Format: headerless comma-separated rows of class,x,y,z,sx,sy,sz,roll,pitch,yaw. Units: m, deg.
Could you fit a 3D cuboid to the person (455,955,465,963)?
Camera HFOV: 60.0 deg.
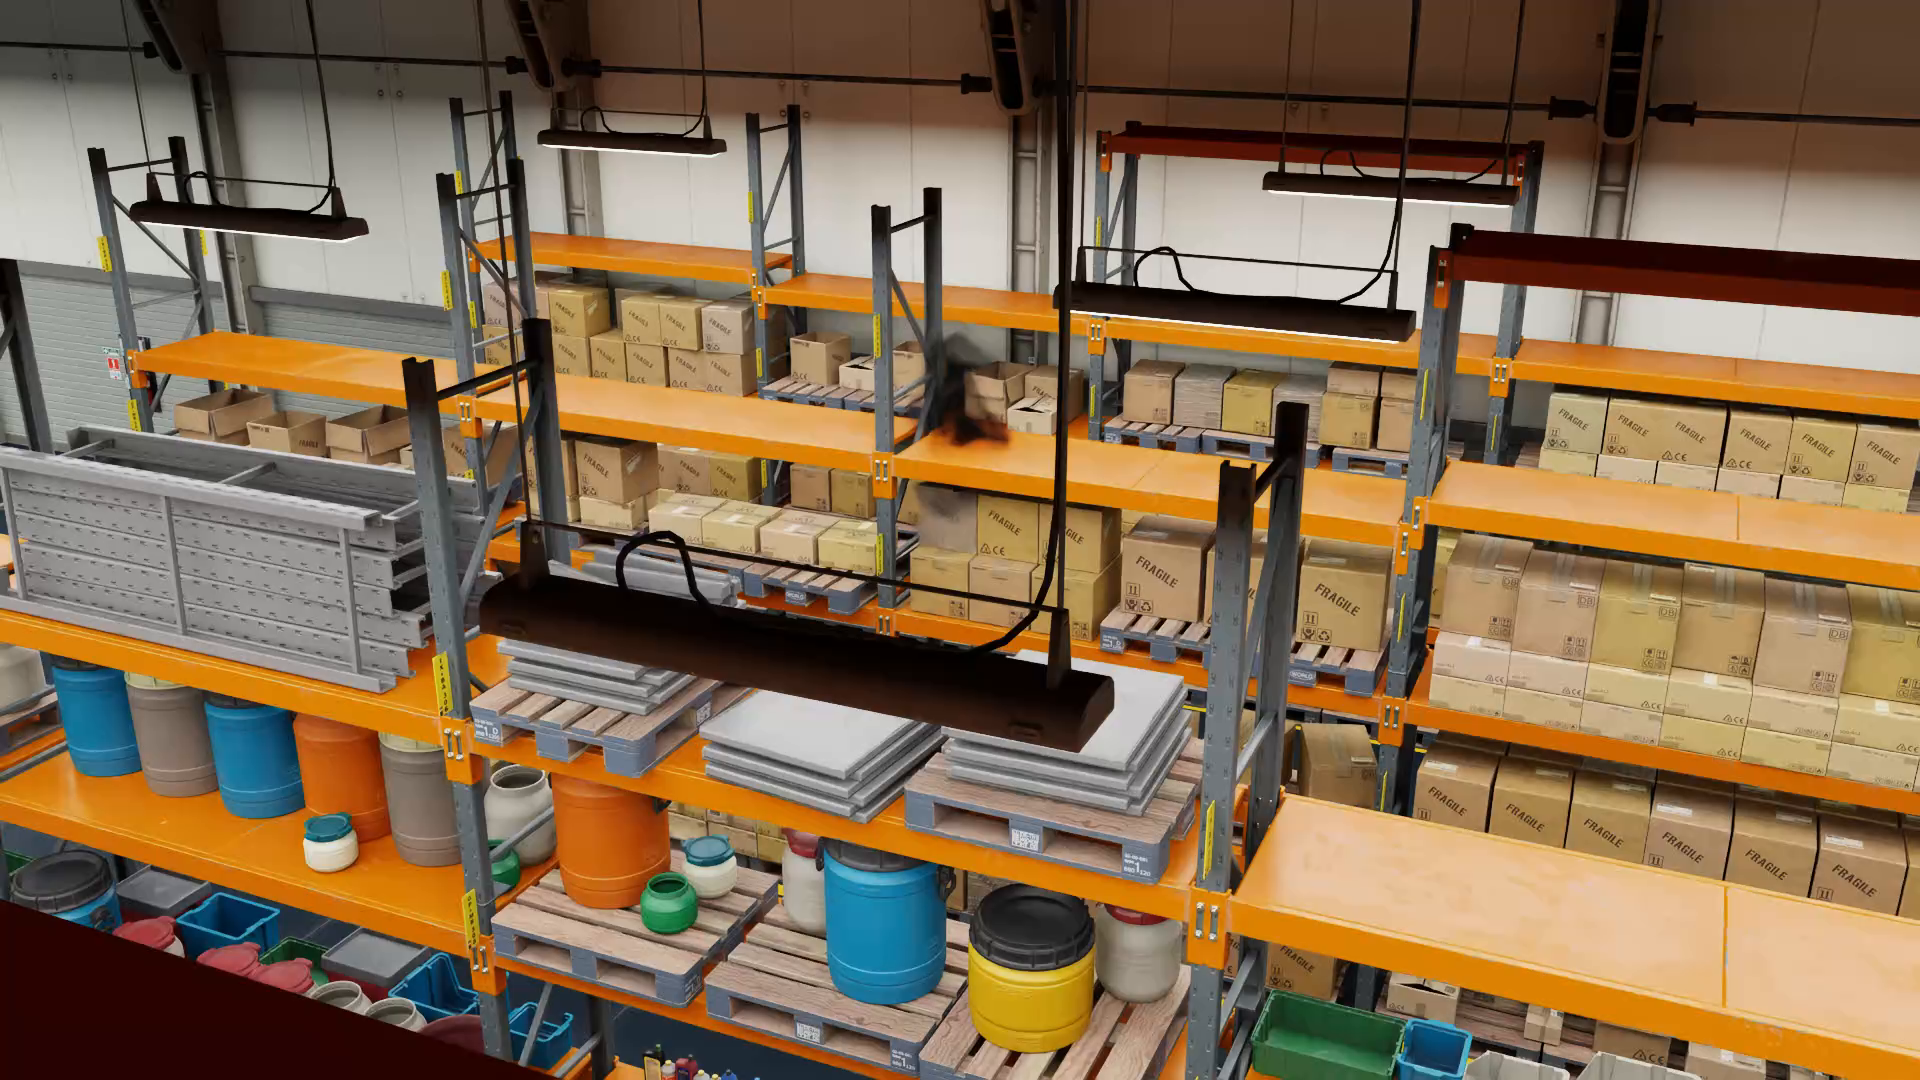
person,-4.254,2.633,13.009,0.900,1.661,0.604,6,21,14
